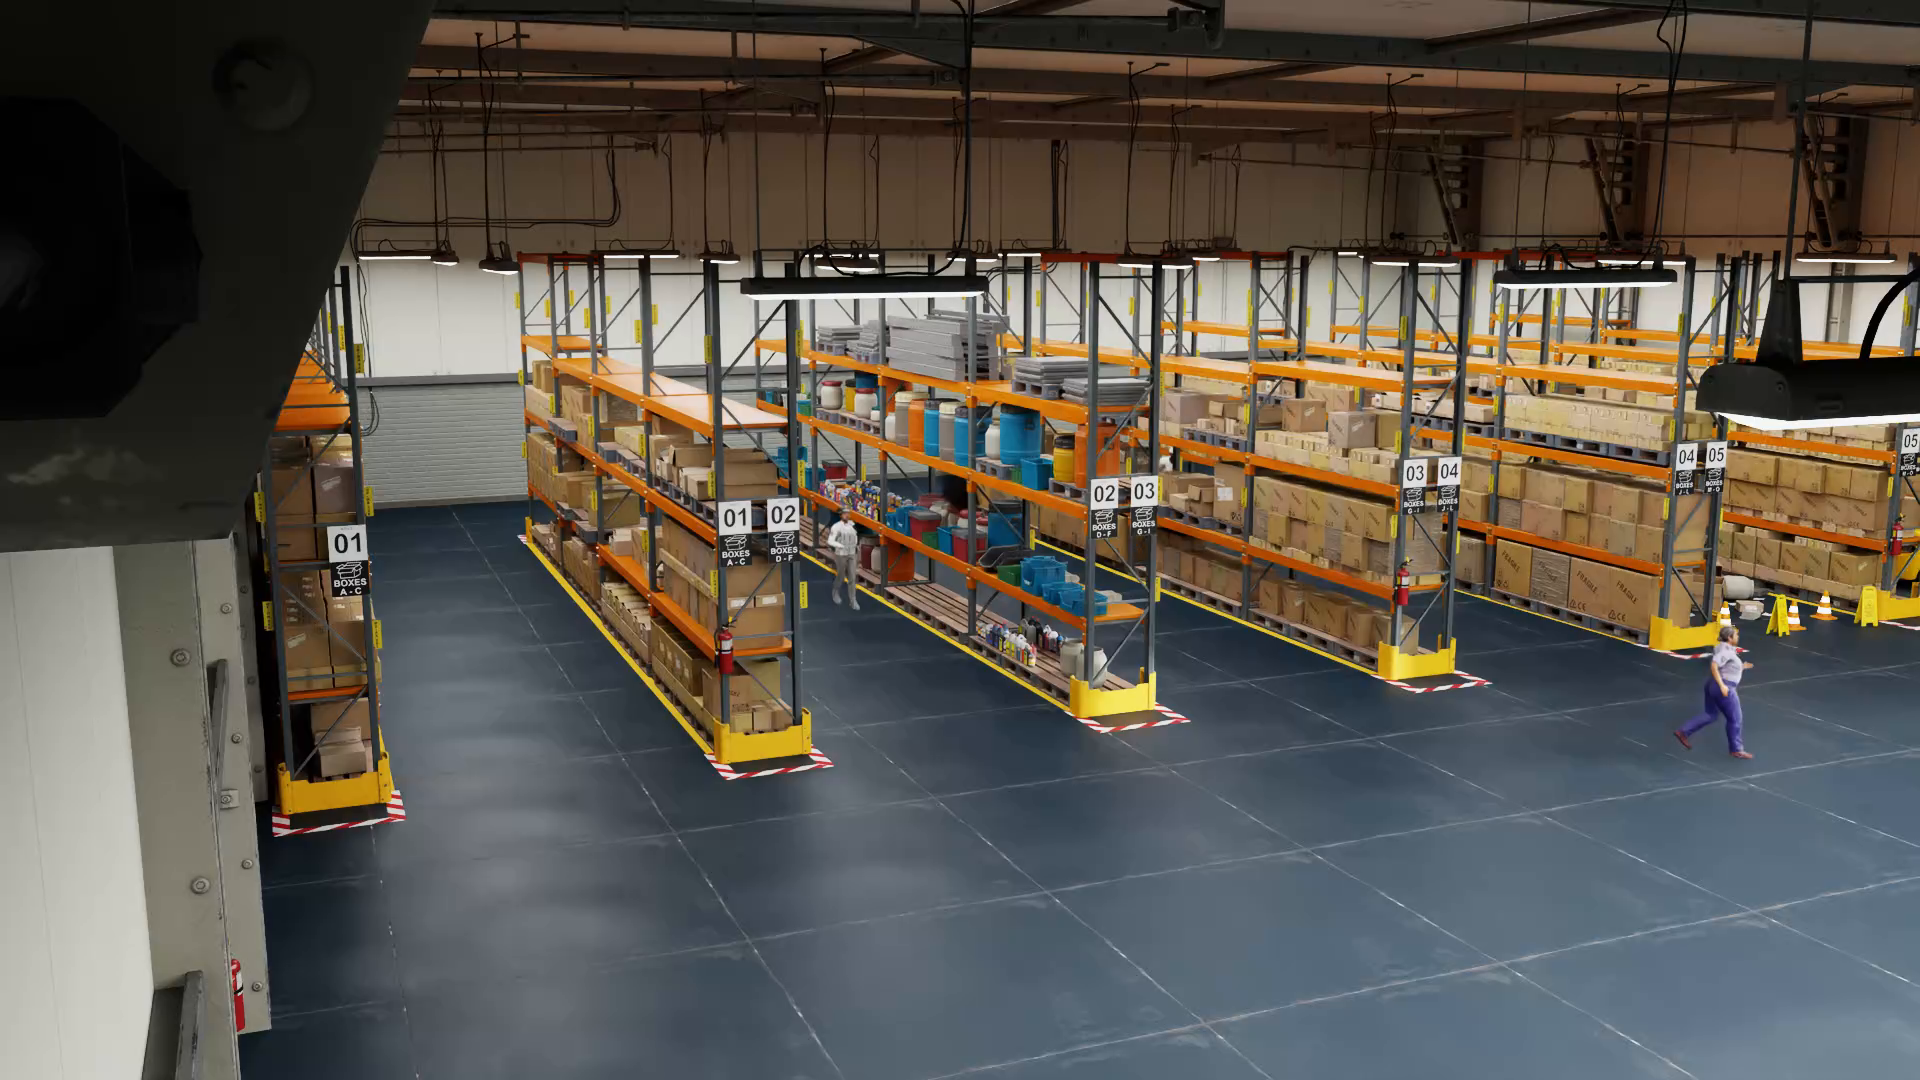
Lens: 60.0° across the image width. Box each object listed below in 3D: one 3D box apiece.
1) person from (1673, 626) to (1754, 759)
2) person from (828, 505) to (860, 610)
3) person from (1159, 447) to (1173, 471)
[{"bbox_3d":[9.256,1.843,20.284,0.933,1.637,0.605,1,10,6],"label":"person"},{"bbox_3d":[-1.863,0.260,27.251,0.616,1.698,0.823,-6,12,-30],"label":"person"},{"bbox_3d":[4.642,-1.282,37.431,0.697,1.696,0.863,-6,12,-31],"label":"person"}]
